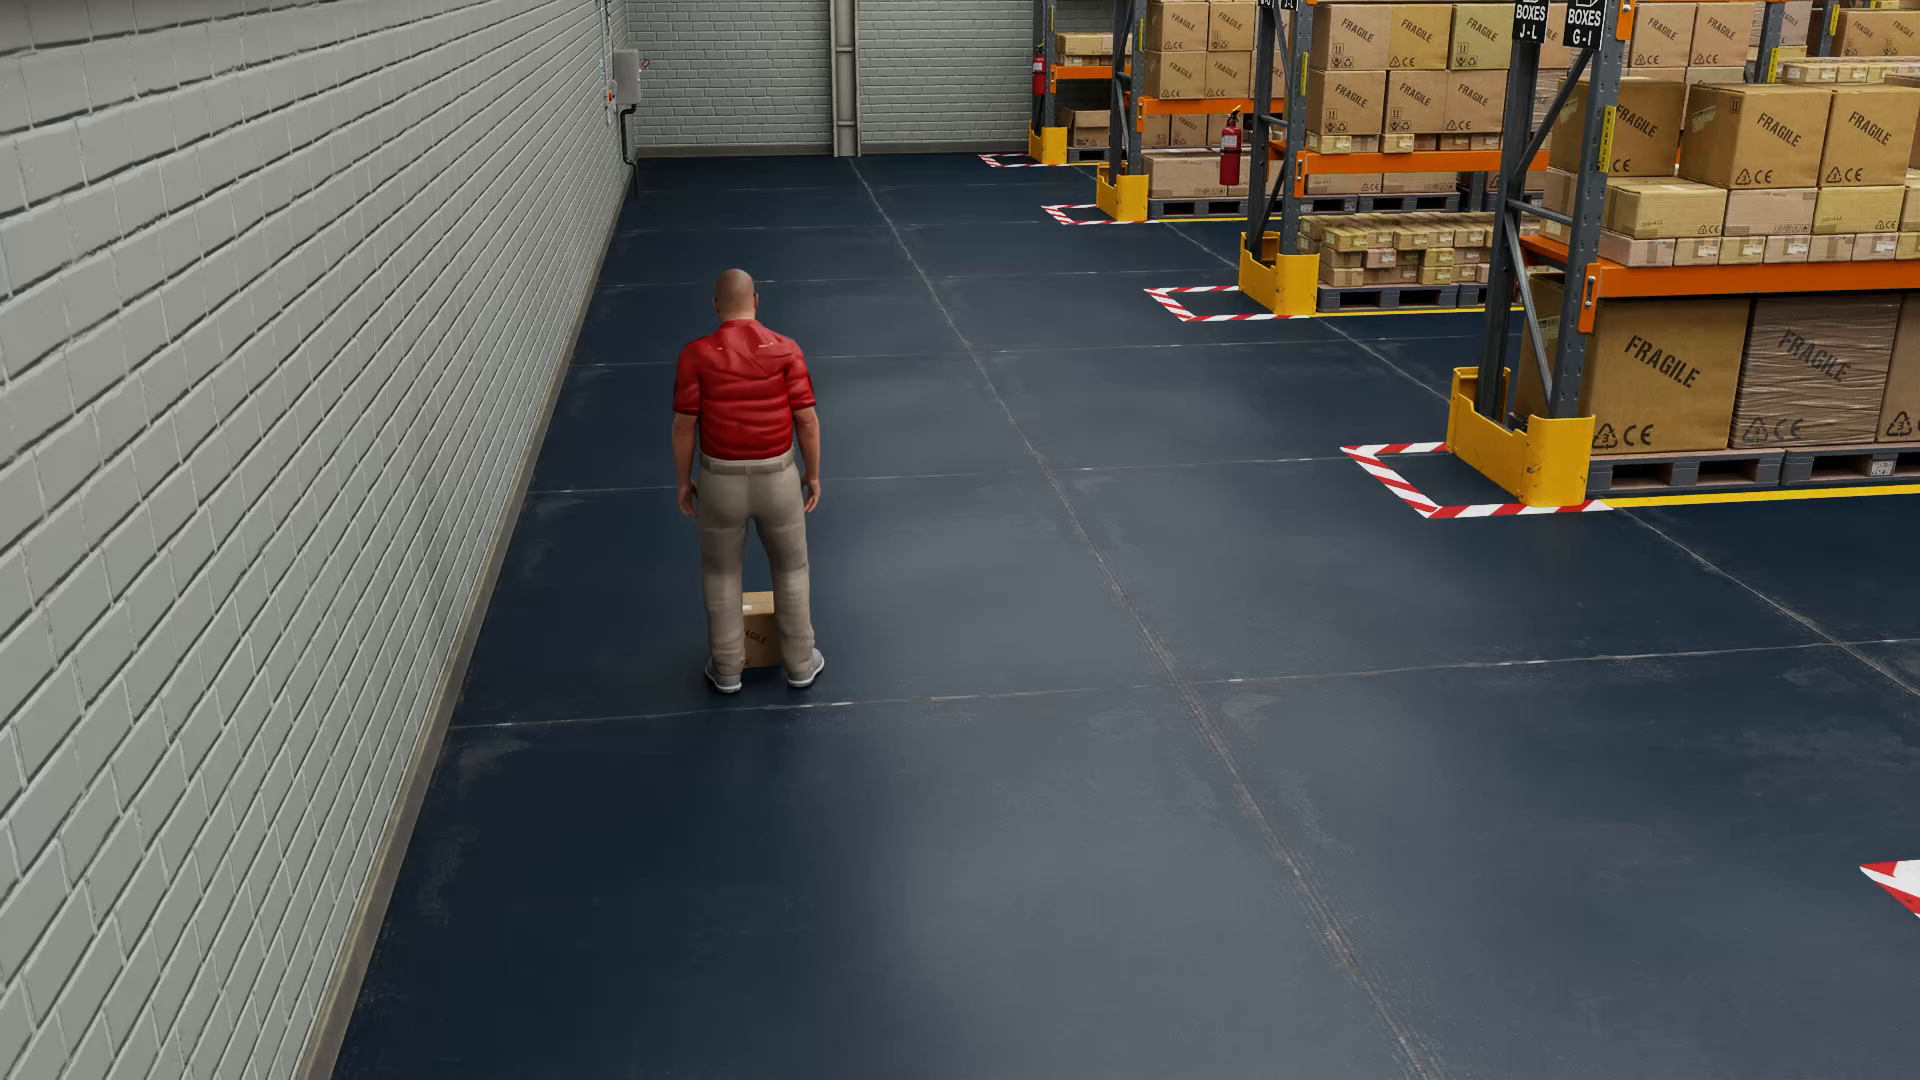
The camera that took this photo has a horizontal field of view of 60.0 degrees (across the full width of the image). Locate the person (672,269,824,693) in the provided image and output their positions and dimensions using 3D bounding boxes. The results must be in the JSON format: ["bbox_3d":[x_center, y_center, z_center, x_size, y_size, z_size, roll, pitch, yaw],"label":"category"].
[{"bbox_3d":[-0.853,-0.224,6.712,0.585,1.727,0.392,-3,20,-7],"label":"person"}]
